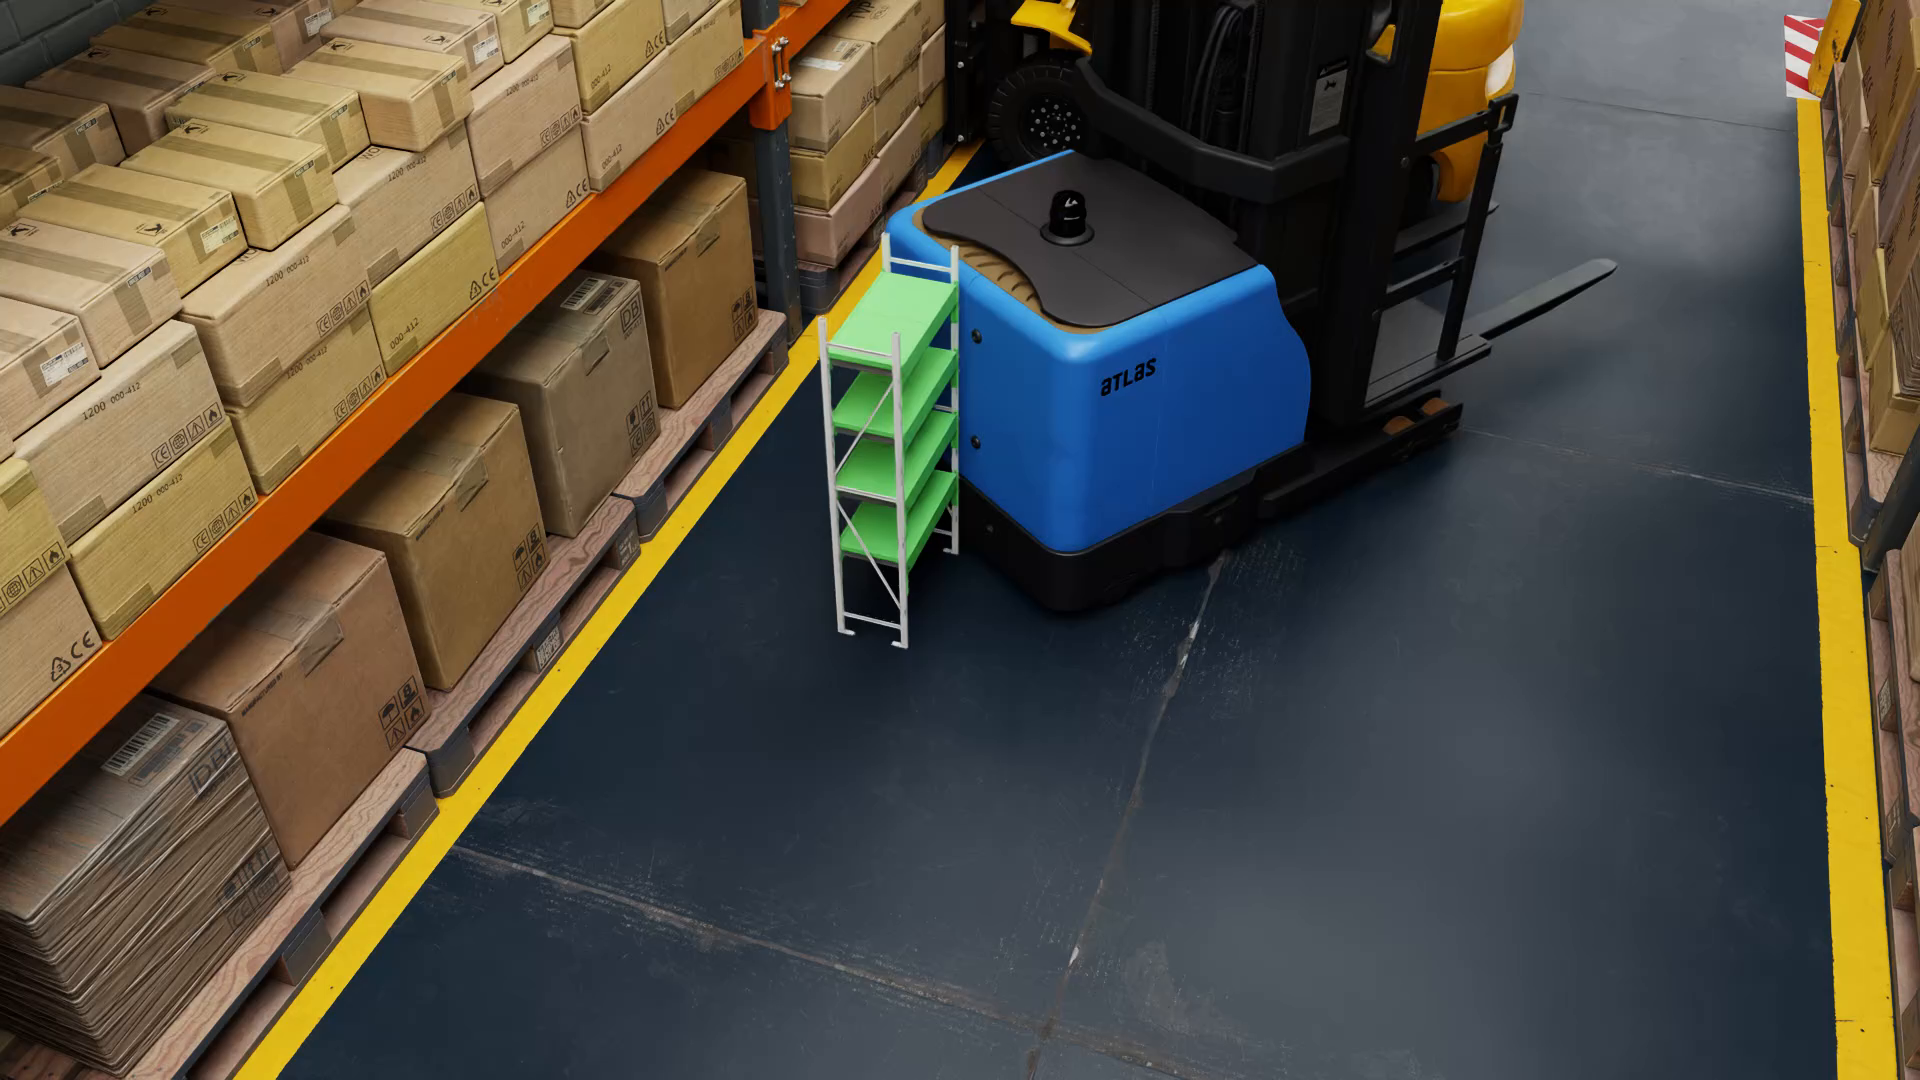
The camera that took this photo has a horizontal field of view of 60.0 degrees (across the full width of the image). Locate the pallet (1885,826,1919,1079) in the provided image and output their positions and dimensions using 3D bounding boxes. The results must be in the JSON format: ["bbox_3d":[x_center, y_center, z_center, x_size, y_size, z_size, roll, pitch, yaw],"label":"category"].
[{"bbox_3d":[2.860,1.324,4.035,1.003,0.211,1.213,13,42,15],"label":"pallet"}]

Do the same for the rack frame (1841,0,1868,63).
[{"bbox_3d":[4.908,-3.398,7.422,1.000,3.000,0.127,13,42,15],"label":"rack frame"}]

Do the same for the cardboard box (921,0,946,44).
[{"bbox_3d":[-0.321,-2.393,7.268,0.500,0.250,0.500,15,43,17],"label":"cardboard box"}]

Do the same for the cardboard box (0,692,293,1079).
[{"bbox_3d":[-2.267,0.748,4.068,0.875,0.625,0.625,15,43,16],"label":"cardboard box"}]

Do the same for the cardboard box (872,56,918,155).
[{"bbox_3d":[-0.500,-1.896,7.071,0.500,0.250,0.500,13,42,15],"label":"cardboard box"}]

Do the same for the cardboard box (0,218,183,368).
[{"bbox_3d":[-1.876,-0.520,3.471,0.380,0.149,0.250,14,42,16],"label":"cardboard box"}]

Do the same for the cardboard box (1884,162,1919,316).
[{"bbox_3d":[3.663,-1.088,5.932,0.500,0.500,0.500,14,42,16],"label":"cardboard box"}]

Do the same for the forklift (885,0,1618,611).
[{"bbox_3d":[1.236,-1.654,5.431,3.031,2.935,1.130,-25,47,-27],"label":"forklift"}]

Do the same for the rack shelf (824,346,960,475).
[{"bbox_3d":[-0.200,-0.419,5.046,0.258,0.148,0.480,13,42,15],"label":"rack shelf"}]

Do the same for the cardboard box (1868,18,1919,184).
[{"bbox_3d":[4.011,-1.728,6.681,0.500,0.500,0.500,14,42,16],"label":"cardboard box"}]

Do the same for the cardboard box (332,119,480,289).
[{"bbox_3d":[-1.593,-0.905,4.230,0.500,0.250,0.500,14,42,16],"label":"cardboard box"}]

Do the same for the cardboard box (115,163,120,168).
[{"bbox_3d":[-2.254,-0.704,3.994,0.500,0.250,0.500,13,42,15],"label":"cardboard box"}]

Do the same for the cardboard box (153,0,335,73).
[{"bbox_3d":[-1.933,-1.410,4.514,0.380,0.149,0.250,13,42,15],"label":"cardboard box"}]

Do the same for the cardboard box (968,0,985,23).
[{"bbox_3d":[-0.143,-2.508,7.788,0.500,0.250,0.500,13,42,15],"label":"cardboard box"}]

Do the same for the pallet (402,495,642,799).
[{"bbox_3d":[-1.756,0.208,5.344,1.003,0.211,1.213,13,42,15],"label":"pallet"}]

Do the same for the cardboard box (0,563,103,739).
[{"bbox_3d":[-2.112,0.223,3.293,0.500,0.250,0.500,13,42,15],"label":"cardboard box"}]

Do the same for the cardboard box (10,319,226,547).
[{"bbox_3d":[-1.940,-0.273,3.489,0.500,0.250,0.500,15,43,16],"label":"cardboard box"}]

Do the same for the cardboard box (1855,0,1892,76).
[{"bbox_3d":[4.365,-2.352,7.412,0.500,0.500,0.500,12,42,14],"label":"cardboard box"}]

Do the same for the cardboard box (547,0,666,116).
[{"bbox_3d":[-1.222,-1.519,4.950,0.500,0.250,0.500,12,42,14],"label":"cardboard box"}]

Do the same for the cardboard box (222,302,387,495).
[{"bbox_3d":[-1.766,-0.399,4.022,0.500,0.250,0.500,12,42,14],"label":"cardboard box"}]

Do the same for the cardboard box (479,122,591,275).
[{"bbox_3d":[-1.417,-1.031,4.763,0.500,0.250,0.500,14,42,15],"label":"cardboard box"}]

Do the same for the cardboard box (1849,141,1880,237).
[{"bbox_3d":[4.016,-1.436,6.917,0.500,0.250,0.500,16,43,18],"label":"cardboard box"}]

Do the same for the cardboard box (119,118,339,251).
[{"bbox_3d":[-1.676,-0.821,3.825,0.380,0.149,0.250,14,42,16],"label":"cardboard box"}]

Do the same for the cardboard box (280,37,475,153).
[{"bbox_3d":[-1.461,-1.120,4.175,0.380,0.149,0.250,12,42,14],"label":"cardboard box"}]

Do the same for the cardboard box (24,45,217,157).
[{"bbox_3d":[-2.065,-1.087,4.136,0.380,0.149,0.250,14,43,16],"label":"cardboard box"}]

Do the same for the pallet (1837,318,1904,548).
[{"bbox_3d":[3.737,-0.315,5.956,1.003,0.211,1.213,13,42,15],"label":"pallet"}]

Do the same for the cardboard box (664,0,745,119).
[{"bbox_3d":[-1.052,-1.635,5.471,0.500,0.250,0.500,14,42,16],"label":"cardboard box"}]

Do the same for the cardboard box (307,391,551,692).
[{"bbox_3d":[-1.821,-0.063,5.018,0.875,0.625,0.625,12,42,13],"label":"cardboard box"}]

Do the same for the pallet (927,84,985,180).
[{"bbox_3d":[-0.399,-2.219,8.188,1.003,0.211,1.213,13,42,15],"label":"pallet"}]

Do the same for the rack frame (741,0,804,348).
[{"bbox_3d":[-1.125,-2.058,5.851,1.000,3.000,0.127,13,42,15],"label":"rack frame"}]

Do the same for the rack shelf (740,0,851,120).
[{"bbox_3d":[-0.442,-3.004,7.514,1.077,0.370,4.000,13,42,15],"label":"rack shelf"}]

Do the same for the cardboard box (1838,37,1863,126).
[{"bbox_3d":[4.372,-2.081,7.673,0.500,0.250,0.500,13,42,15],"label":"cardboard box"}]

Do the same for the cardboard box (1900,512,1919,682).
[{"bbox_3d":[3.363,0.202,4.903,0.950,0.372,0.625,14,42,16],"label":"cardboard box"}]

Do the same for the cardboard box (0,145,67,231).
[{"bbox_3d":[-2.261,-0.782,3.779,0.380,0.149,0.250,13,42,15],"label":"cardboard box"}]

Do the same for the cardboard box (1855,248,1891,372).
[{"bbox_3d":[3.663,-0.819,6.194,0.500,0.250,0.500,12,42,14],"label":"cardboard box"}]

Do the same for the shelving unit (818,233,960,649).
[{"bbox_3d":[-0.200,-0.285,5.160,0.258,1.200,0.503,13,42,15],"label":"shelving unit"}]

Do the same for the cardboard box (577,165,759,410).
[{"bbox_3d":[-1.293,-0.993,6.109,0.875,0.625,0.625,15,43,17],"label":"cardboard box"}]

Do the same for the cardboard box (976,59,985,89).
[{"bbox_3d":[-0.136,-2.328,7.963,0.500,0.250,0.500,15,43,16],"label":"cardboard box"}]

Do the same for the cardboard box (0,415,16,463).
[{"bbox_3d":[-2.017,-0.195,3.090,0.380,0.149,0.250,14,42,16],"label":"cardboard box"}]

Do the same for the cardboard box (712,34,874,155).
[{"bbox_3d":[-0.665,-1.777,6.546,0.500,0.250,0.500,13,42,14],"label":"cardboard box"}]

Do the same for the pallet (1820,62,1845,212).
[{"bbox_3d":[4.571,-1.803,7.701,1.003,0.211,1.213,13,42,15],"label":"pallet"}]

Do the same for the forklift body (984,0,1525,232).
[{"bbox_3d":[1.308,-2.613,7.155,2.313,2.155,1.214,13,42,15],"label":"forklift body"}]

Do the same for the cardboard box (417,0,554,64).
[{"bbox_3d":[-1.352,-1.450,4.562,0.380,0.149,0.250,12,42,14],"label":"cardboard box"}]

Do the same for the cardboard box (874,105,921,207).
[{"bbox_3d":[-0.490,-1.706,7.234,0.500,0.250,0.500,12,42,14],"label":"cardboard box"}]

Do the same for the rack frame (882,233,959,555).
[{"bbox_3d":[-0.119,-0.435,5.335,0.240,1.200,0.015,13,42,15],"label":"rack frame"}]

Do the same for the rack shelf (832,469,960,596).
[{"bbox_3d":[-0.200,-0.054,5.357,0.258,0.148,0.480,13,42,15],"label":"rack shelf"}]
